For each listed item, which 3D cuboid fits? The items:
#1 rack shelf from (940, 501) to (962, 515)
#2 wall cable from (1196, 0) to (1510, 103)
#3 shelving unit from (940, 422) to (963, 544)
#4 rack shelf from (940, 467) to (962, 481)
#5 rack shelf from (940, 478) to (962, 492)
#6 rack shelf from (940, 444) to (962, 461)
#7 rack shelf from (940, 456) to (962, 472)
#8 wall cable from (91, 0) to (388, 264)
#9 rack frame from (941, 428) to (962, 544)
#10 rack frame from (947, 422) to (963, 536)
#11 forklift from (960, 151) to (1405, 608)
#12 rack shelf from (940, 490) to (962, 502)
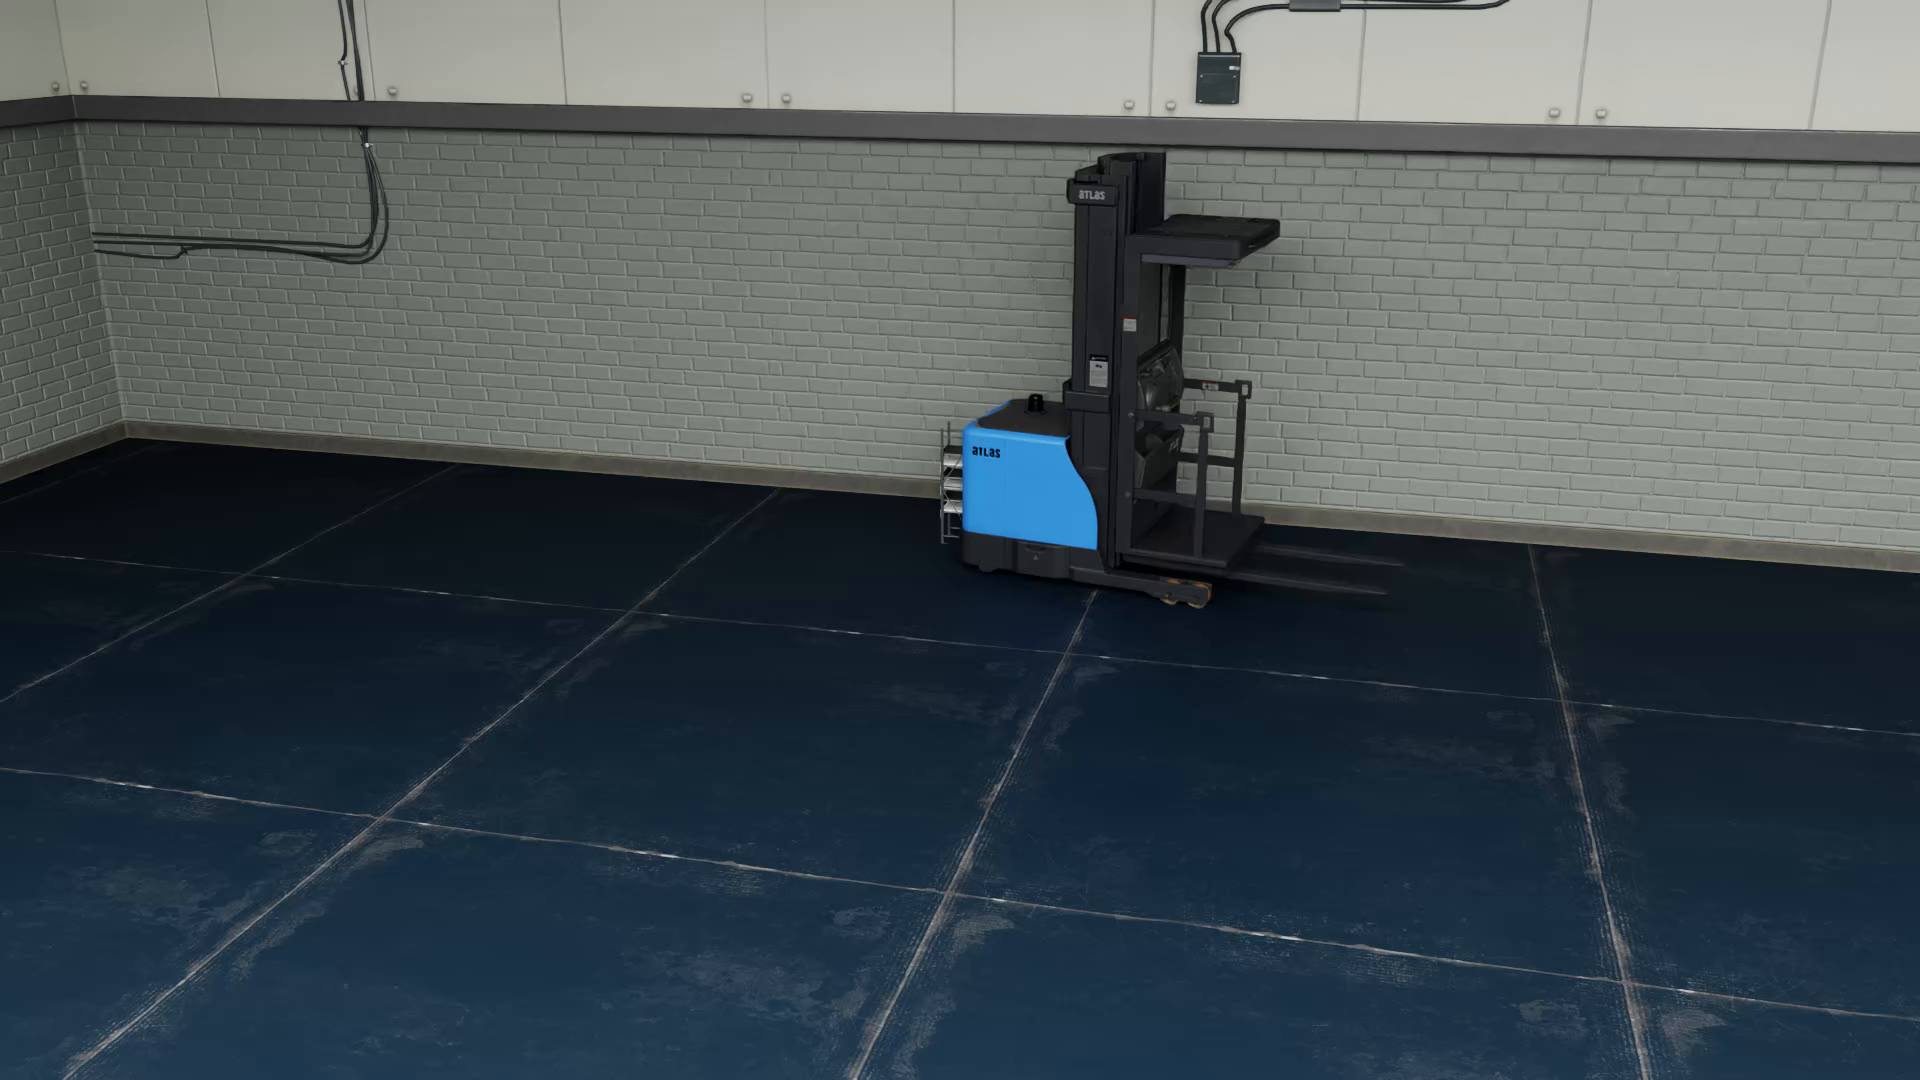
[{"bbox_3d":[-0.002,-0.221,12.604,0.258,0.077,0.200,5,19,13],"label":"rack shelf"},{"bbox_3d":[2.843,-5.946,10.913,2.305,6.003,0.169,5,19,13],"label":"wall cable"},{"bbox_3d":[-0.002,-0.423,12.535,0.258,0.900,0.210,5,19,13],"label":"shelving unit"},{"bbox_3d":[-0.002,-0.477,12.516,0.258,0.077,0.200,5,19,13],"label":"rack shelf"},{"bbox_3d":[-0.002,-0.392,12.545,0.258,0.077,0.200,5,19,13],"label":"rack shelf"},{"bbox_3d":[-0.002,-0.647,12.458,0.258,0.077,0.200,5,19,13],"label":"rack shelf"},{"bbox_3d":[-0.002,-0.562,12.487,0.258,0.077,0.200,5,19,13],"label":"rack shelf"},{"bbox_3d":[-6.359,-3.622,14.174,3.097,2.526,0.112,5,19,13],"label":"wall cable"},{"bbox_3d":[-0.027,-0.391,12.441,0.240,0.900,0.006,5,19,13],"label":"rack frame"},{"bbox_3d":[0.023,-0.455,12.628,0.240,0.900,0.006,5,19,13],"label":"rack frame"},{"bbox_3d":[1.566,-1.118,11.425,3.031,2.935,1.130,8,20,22],"label":"forklift"},{"bbox_3d":[-0.002,-0.307,12.575,0.258,0.077,0.200,5,19,13],"label":"rack shelf"}]
